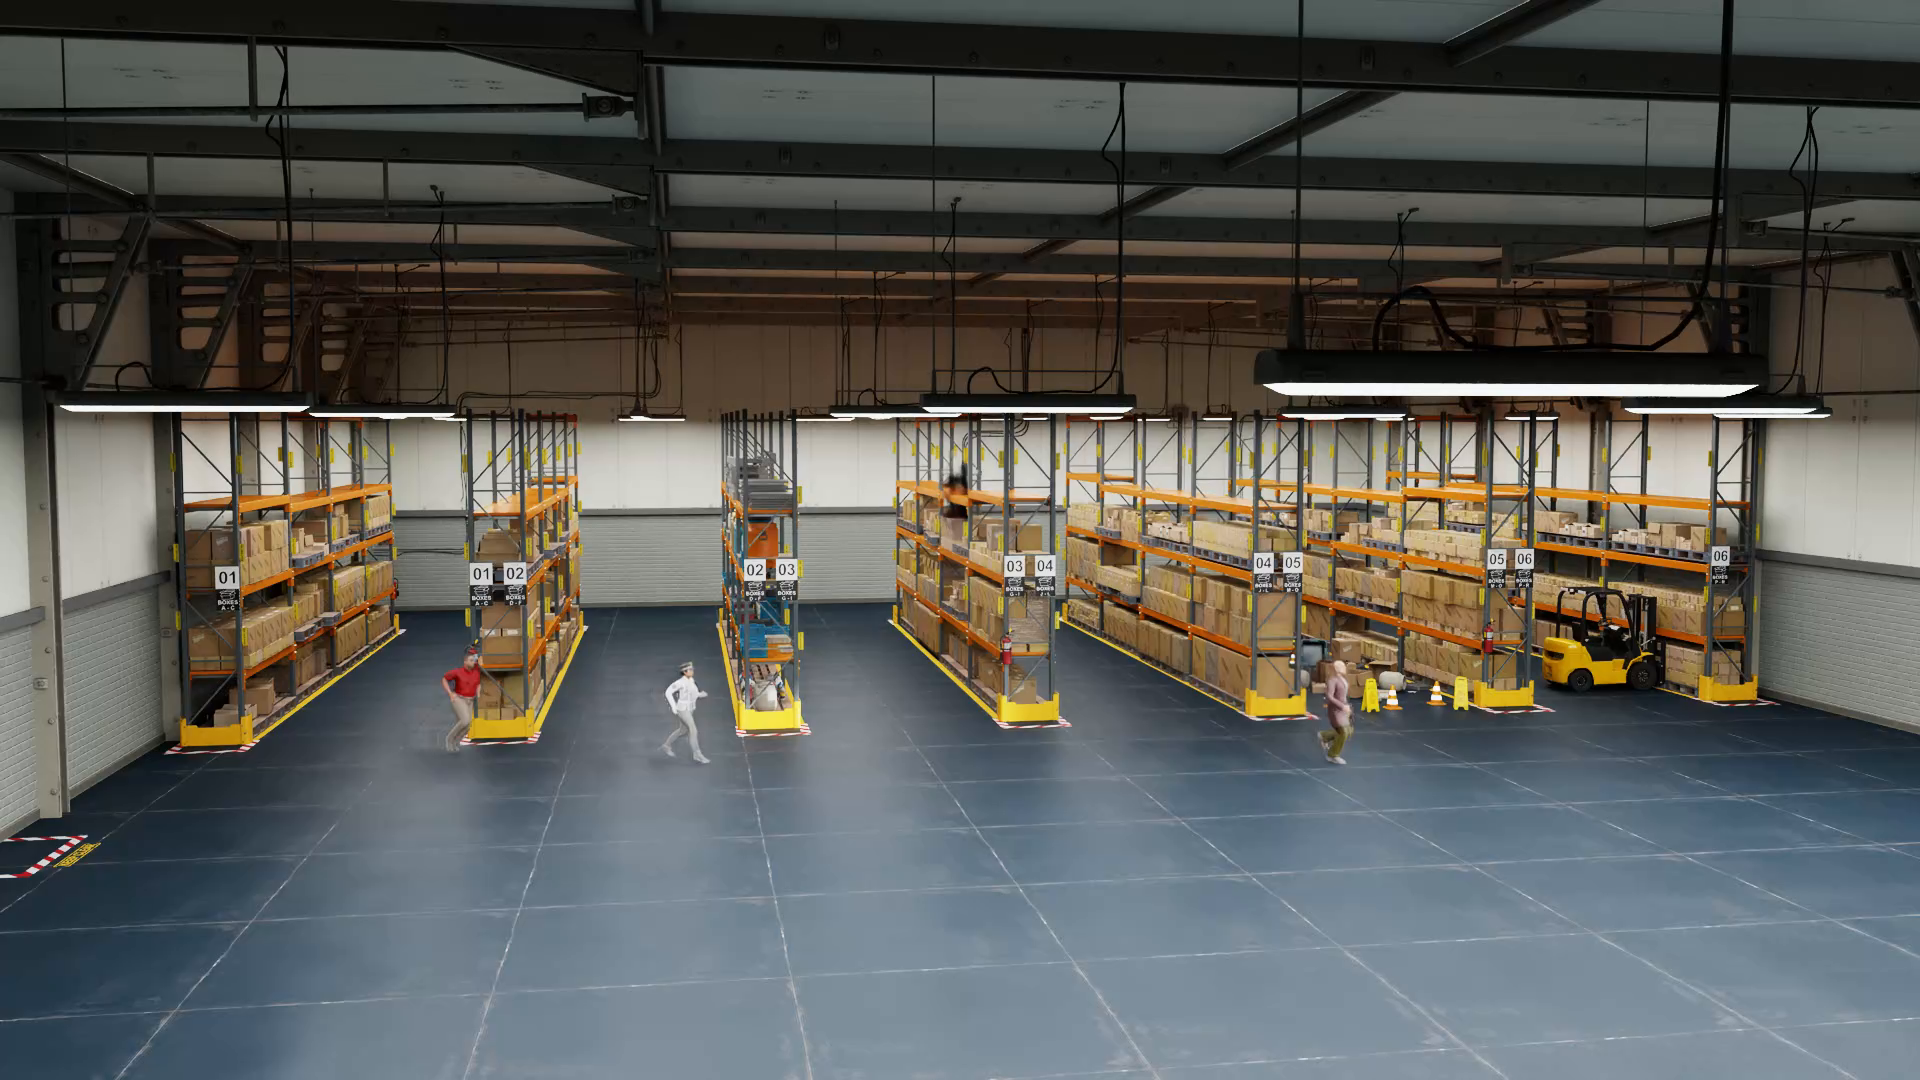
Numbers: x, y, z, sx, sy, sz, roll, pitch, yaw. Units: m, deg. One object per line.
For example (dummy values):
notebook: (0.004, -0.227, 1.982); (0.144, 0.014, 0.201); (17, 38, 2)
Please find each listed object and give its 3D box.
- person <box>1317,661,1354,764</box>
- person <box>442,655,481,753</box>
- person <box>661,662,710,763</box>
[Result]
person: (6.375, 2.903, 28.134); (0.682, 1.751, 0.736); (3, 5, 36)
person: (-8.659, 2.854, 29.075); (0.609, 1.677, 0.712); (2, 4, 27)
person: (-4.639, 2.896, 28.072); (0.908, 1.694, 0.600); (1, 4, 16)
